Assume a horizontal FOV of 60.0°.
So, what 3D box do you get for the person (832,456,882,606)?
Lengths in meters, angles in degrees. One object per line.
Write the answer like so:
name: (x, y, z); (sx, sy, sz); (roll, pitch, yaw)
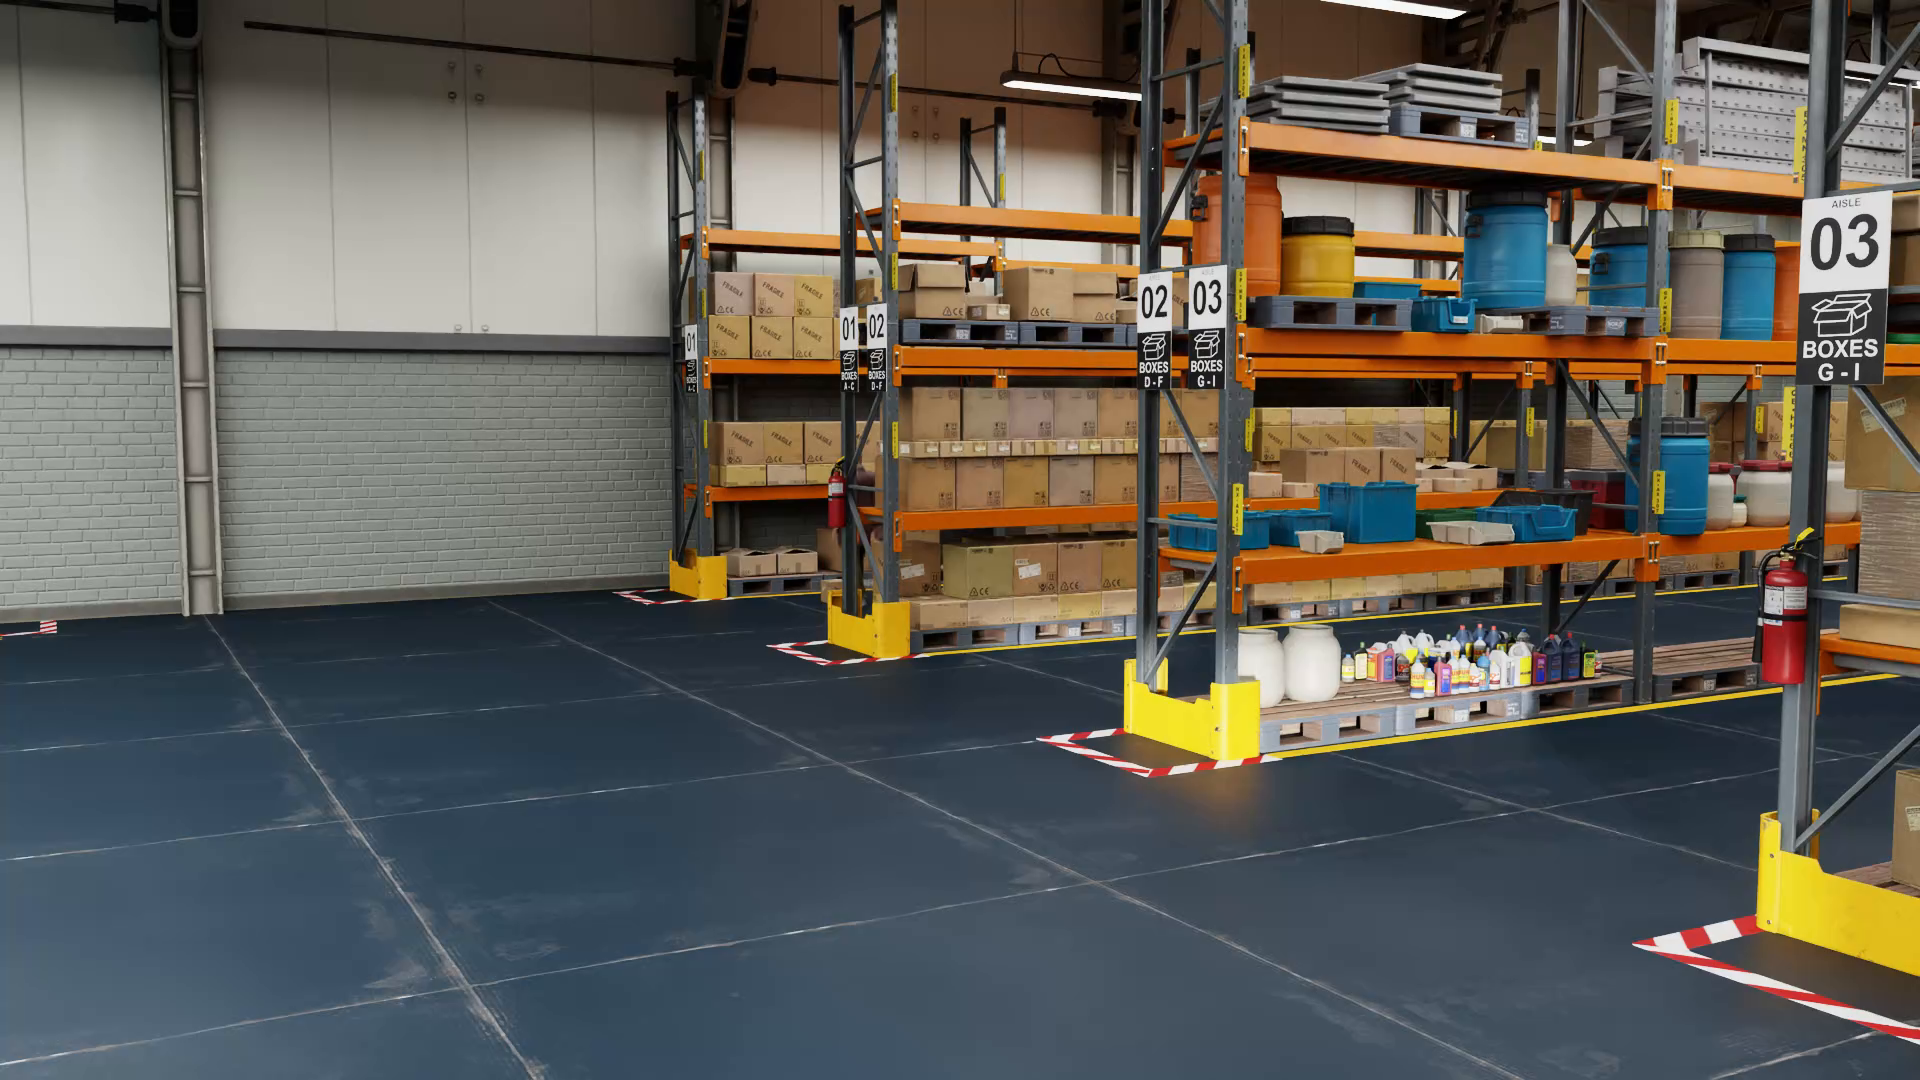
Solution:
person: (-1.256, -0.149, 18.719); (0.631, 1.764, 0.739); (-5, 7, -44)
